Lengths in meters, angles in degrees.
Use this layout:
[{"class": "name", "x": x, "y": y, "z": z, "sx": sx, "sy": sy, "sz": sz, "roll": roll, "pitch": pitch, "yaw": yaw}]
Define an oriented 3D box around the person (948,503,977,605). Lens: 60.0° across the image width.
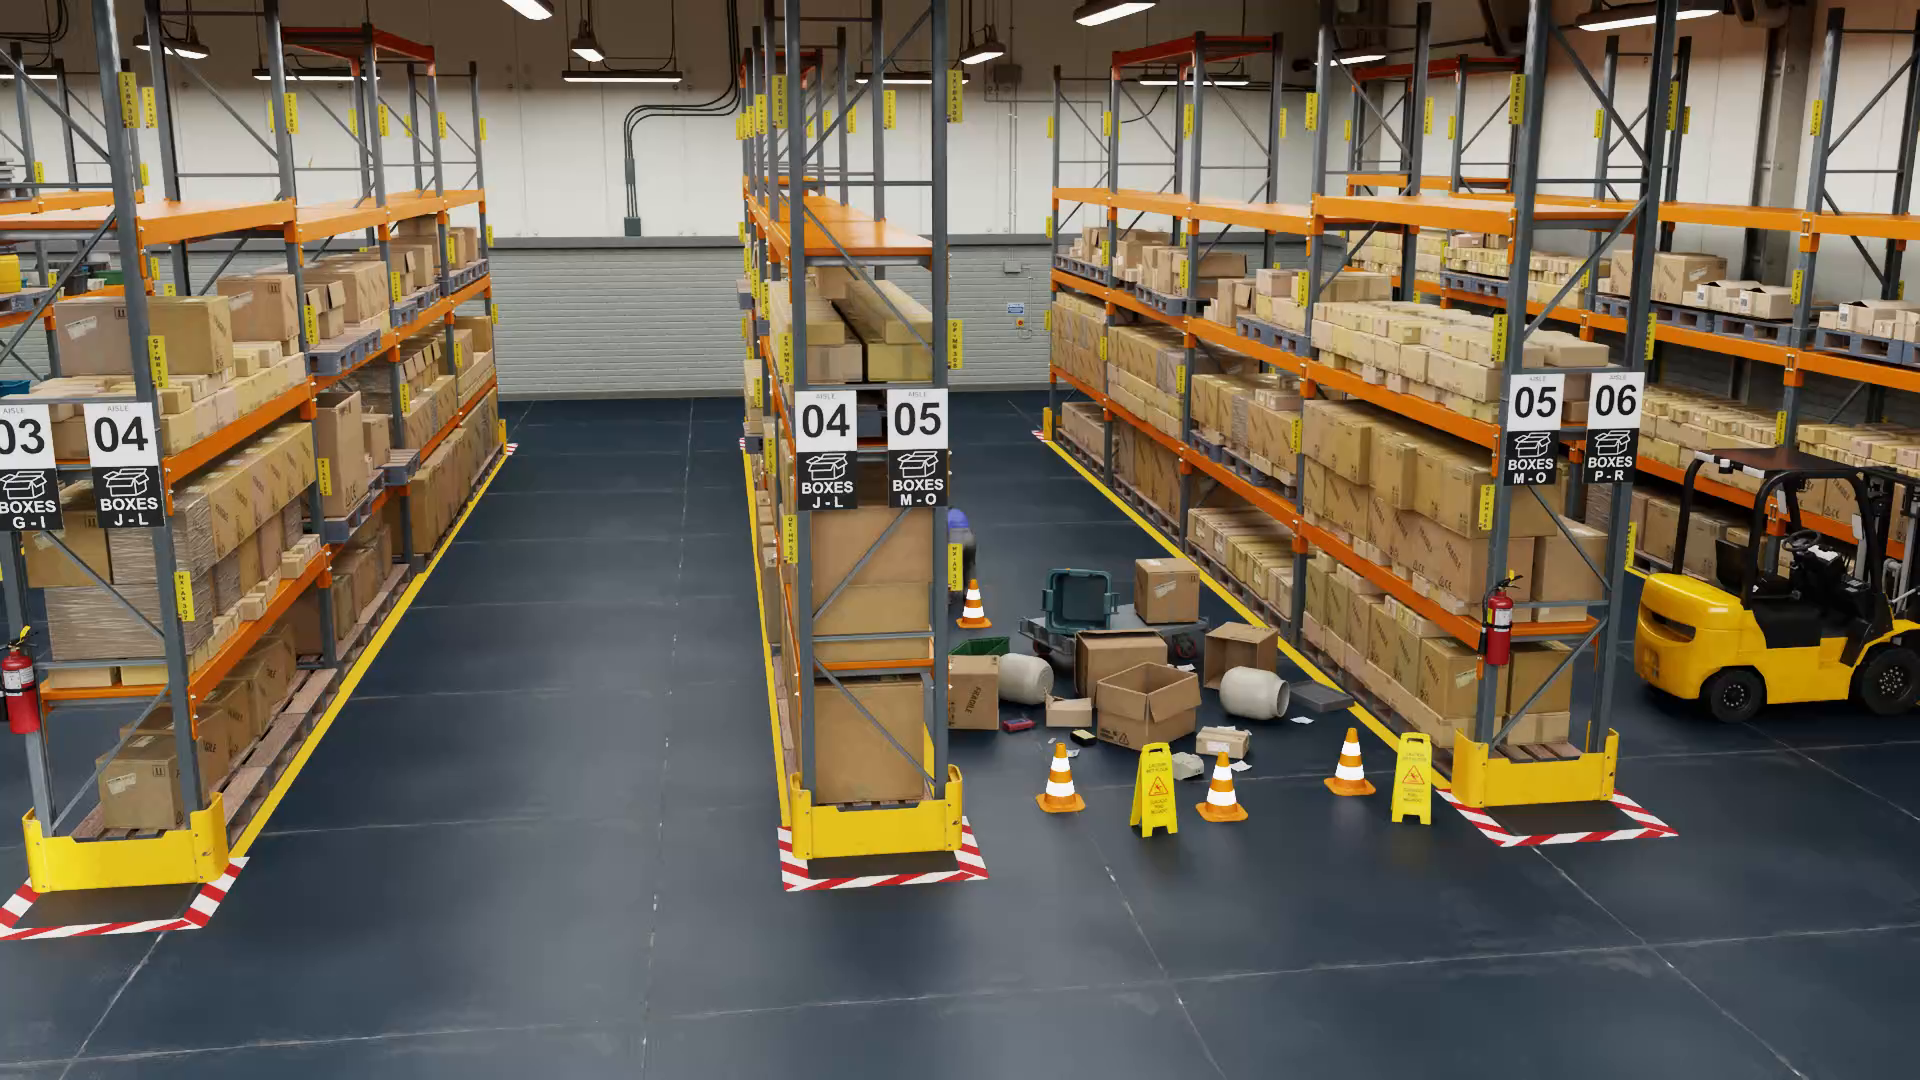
[{"class": "person", "x": -0.072, "y": 0.148, "z": 17.822, "sx": 0.465, "sy": 0.996, "sz": 0.862, "roll": -3, "pitch": 14, "yaw": -11}]
